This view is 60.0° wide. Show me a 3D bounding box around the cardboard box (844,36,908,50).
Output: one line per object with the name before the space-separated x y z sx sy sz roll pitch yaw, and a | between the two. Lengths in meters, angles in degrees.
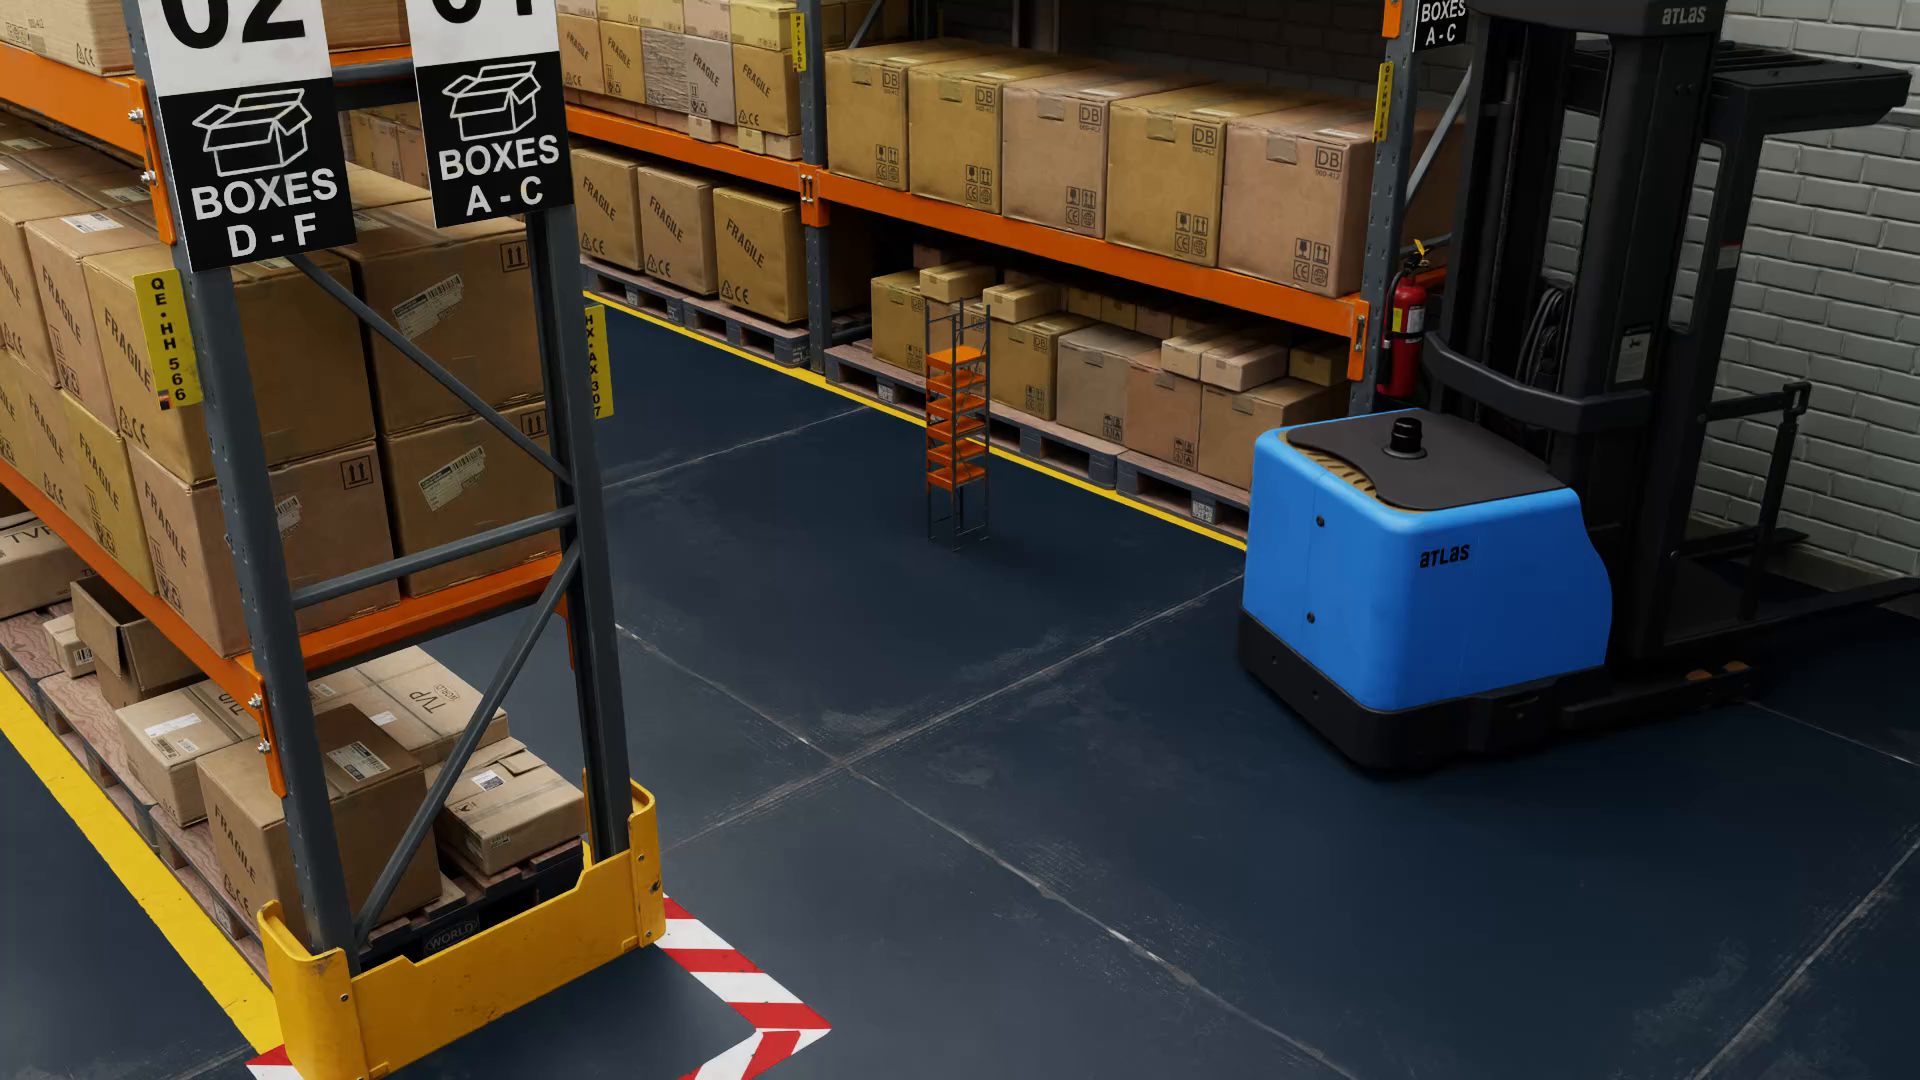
cardboard box | -0.679 -2.966 10.635 0.500 0.500 0.500 22 33 40

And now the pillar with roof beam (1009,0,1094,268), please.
pillar with roof beam | -2.581 -4.107 6.410 9.100 9.000 0.400 -21 32 -38

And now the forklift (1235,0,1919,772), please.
forklift | 2.728 -0.834 6.548 3.031 2.935 1.130 -9 26 -20

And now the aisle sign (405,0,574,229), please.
aisle sign | -1.167 -1.192 4.117 0.394 0.787 0.004 -21 32 -38

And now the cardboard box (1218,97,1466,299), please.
cardboard box | 1.830 -1.641 7.873 0.980 0.700 0.700 -20 31 -36

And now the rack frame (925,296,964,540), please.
rack frame | -0.072 -0.578 8.071 0.240 1.200 0.006 -21 32 -38

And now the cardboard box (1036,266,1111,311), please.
cardboard box | 0.648 -1.443 9.524 0.380 0.149 0.250 -21 32 -38

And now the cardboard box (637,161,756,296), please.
cardboard box | -1.697 -2.207 11.557 0.750 0.750 0.750 -20 31 -37

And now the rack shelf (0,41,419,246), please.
rack shelf | -2.795 -1.590 5.375 1.077 0.370 4.000 -21 32 -38

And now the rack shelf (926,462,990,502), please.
rack shelf | -0.010 -0.291 8.129 0.258 0.103 0.180 -21 32 -38

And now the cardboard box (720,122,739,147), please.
cardboard box | -1.320 -2.643 10.708 0.380 0.149 0.250 -20 31 -37

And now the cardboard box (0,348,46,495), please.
cardboard box | -2.971 -0.513 5.639 0.500 0.500 0.500 -22 32 -39

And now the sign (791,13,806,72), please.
sign | -0.938 -2.899 9.691 0.100 0.325 0.005 -21 32 -38

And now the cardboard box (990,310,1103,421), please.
cardboard box | 0.578 -1.054 9.452 0.700 0.500 0.500 -20 31 -37

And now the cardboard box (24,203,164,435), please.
cardboard box | -2.279 -0.657 4.751 0.500 0.500 0.500 -20 31 -37

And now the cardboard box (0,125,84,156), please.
cardboard box | -3.341 -1.125 5.776 0.500 0.500 0.500 -22 33 -40

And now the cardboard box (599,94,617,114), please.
cardboard box | -2.326 -3.125 11.764 0.380 0.149 0.250 -21 32 -38

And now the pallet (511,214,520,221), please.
pallet | -3.815 -2.746 14.014 1.003 0.211 1.213 -21 32 -38

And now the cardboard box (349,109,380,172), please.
cardboard box | -5.111 -3.691 15.209 0.700 0.500 0.500 -22 32 -39

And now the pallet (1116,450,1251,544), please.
pallet | 1.582 -0.305 8.664 1.003 0.211 1.213 -21 32 -38

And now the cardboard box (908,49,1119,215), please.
cardboard box | 0.306 -2.310 9.338 0.980 0.700 0.700 -22 33 -40

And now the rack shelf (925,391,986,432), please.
rack shelf | -0.010 -0.619 7.979 0.258 0.103 0.180 -21 32 -38

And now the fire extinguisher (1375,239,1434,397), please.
fire extinguisher | 1.952 -0.972 7.309 0.296 0.674 0.183 -21 32 -38

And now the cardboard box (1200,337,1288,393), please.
cardboard box | 1.413 -0.873 8.274 0.380 0.149 0.250 -22 32 -39

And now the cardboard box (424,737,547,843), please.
cardboard box | -1.634 0.842 5.674 0.380 0.166 0.250 -21 32 -38

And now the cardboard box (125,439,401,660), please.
cardboard box | -1.932 -0.051 4.627 0.500 0.500 0.500 -20 31 -37

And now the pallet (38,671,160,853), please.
pallet | -2.855 0.688 6.488 1.003 0.211 1.213 -21 32 -38

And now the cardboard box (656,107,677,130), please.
cardboard box | -1.822 -2.879 11.226 0.380 0.149 0.250 -22 33 -40

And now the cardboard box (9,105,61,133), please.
cardboard box | -3.275 -1.425 6.434 0.500 0.500 0.500 -22 32 -39

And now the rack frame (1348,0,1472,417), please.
rack frame | 2.186 -1.353 7.603 1.000 3.000 0.127 -21 32 -38

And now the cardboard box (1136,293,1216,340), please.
cardboard box | 1.174 -1.211 9.015 0.380 0.149 0.250 -21 32 -38

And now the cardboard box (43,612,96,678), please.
cardboard box | -3.434 0.378 6.691 0.380 0.166 0.250 -21 32 -38

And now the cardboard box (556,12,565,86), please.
cardboard box | -2.786 -3.586 11.993 0.500 0.500 0.500 -20 31 -37

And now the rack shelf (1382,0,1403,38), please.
rack shelf | 0.819 -2.997 8.458 1.077 0.370 4.000 -21 32 -38

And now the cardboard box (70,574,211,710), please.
cardboard box | -2.874 0.345 6.358 0.797 0.503 0.637 -21 32 -38

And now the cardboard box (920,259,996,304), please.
cardboard box | -0.011 -1.503 9.655 0.380 0.149 0.250 -20 31 -37

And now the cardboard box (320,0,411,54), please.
cardboard box | -1.593 -1.471 4.427 0.500 0.250 0.500 -21 32 -38

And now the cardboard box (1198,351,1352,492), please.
cardboard box | 1.634 -0.591 8.437 0.700 0.500 0.500 -21 32 -38

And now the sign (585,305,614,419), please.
sign | -1.032 -0.495 4.678 0.100 0.325 0.005 -21 32 -38

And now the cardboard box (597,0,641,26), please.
cardboard box | -2.094 -3.632 11.190 0.500 0.250 0.500 -22 33 -39

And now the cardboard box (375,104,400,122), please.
cardboard box | -4.839 -3.886 14.732 0.500 0.250 0.500 -22 33 -40

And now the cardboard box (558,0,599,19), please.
cardboard box | -2.448 -3.785 11.525 0.500 0.250 0.500 -21 32 -38

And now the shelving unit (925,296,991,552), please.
shelving unit | -0.010 -0.550 8.011 0.258 1.200 0.189 -21 32 -38

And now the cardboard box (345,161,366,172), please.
cardboard box | -2.240 -0.966 5.428 0.500 0.500 0.500 -21 32 -38

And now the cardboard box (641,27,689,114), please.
cardboard box | -1.741 -3.130 10.994 0.500 0.500 0.500 -21 32 -38

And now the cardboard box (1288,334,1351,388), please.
cardboard box | 1.866 -0.905 8.344 0.380 0.149 0.250 -21 32 -38
